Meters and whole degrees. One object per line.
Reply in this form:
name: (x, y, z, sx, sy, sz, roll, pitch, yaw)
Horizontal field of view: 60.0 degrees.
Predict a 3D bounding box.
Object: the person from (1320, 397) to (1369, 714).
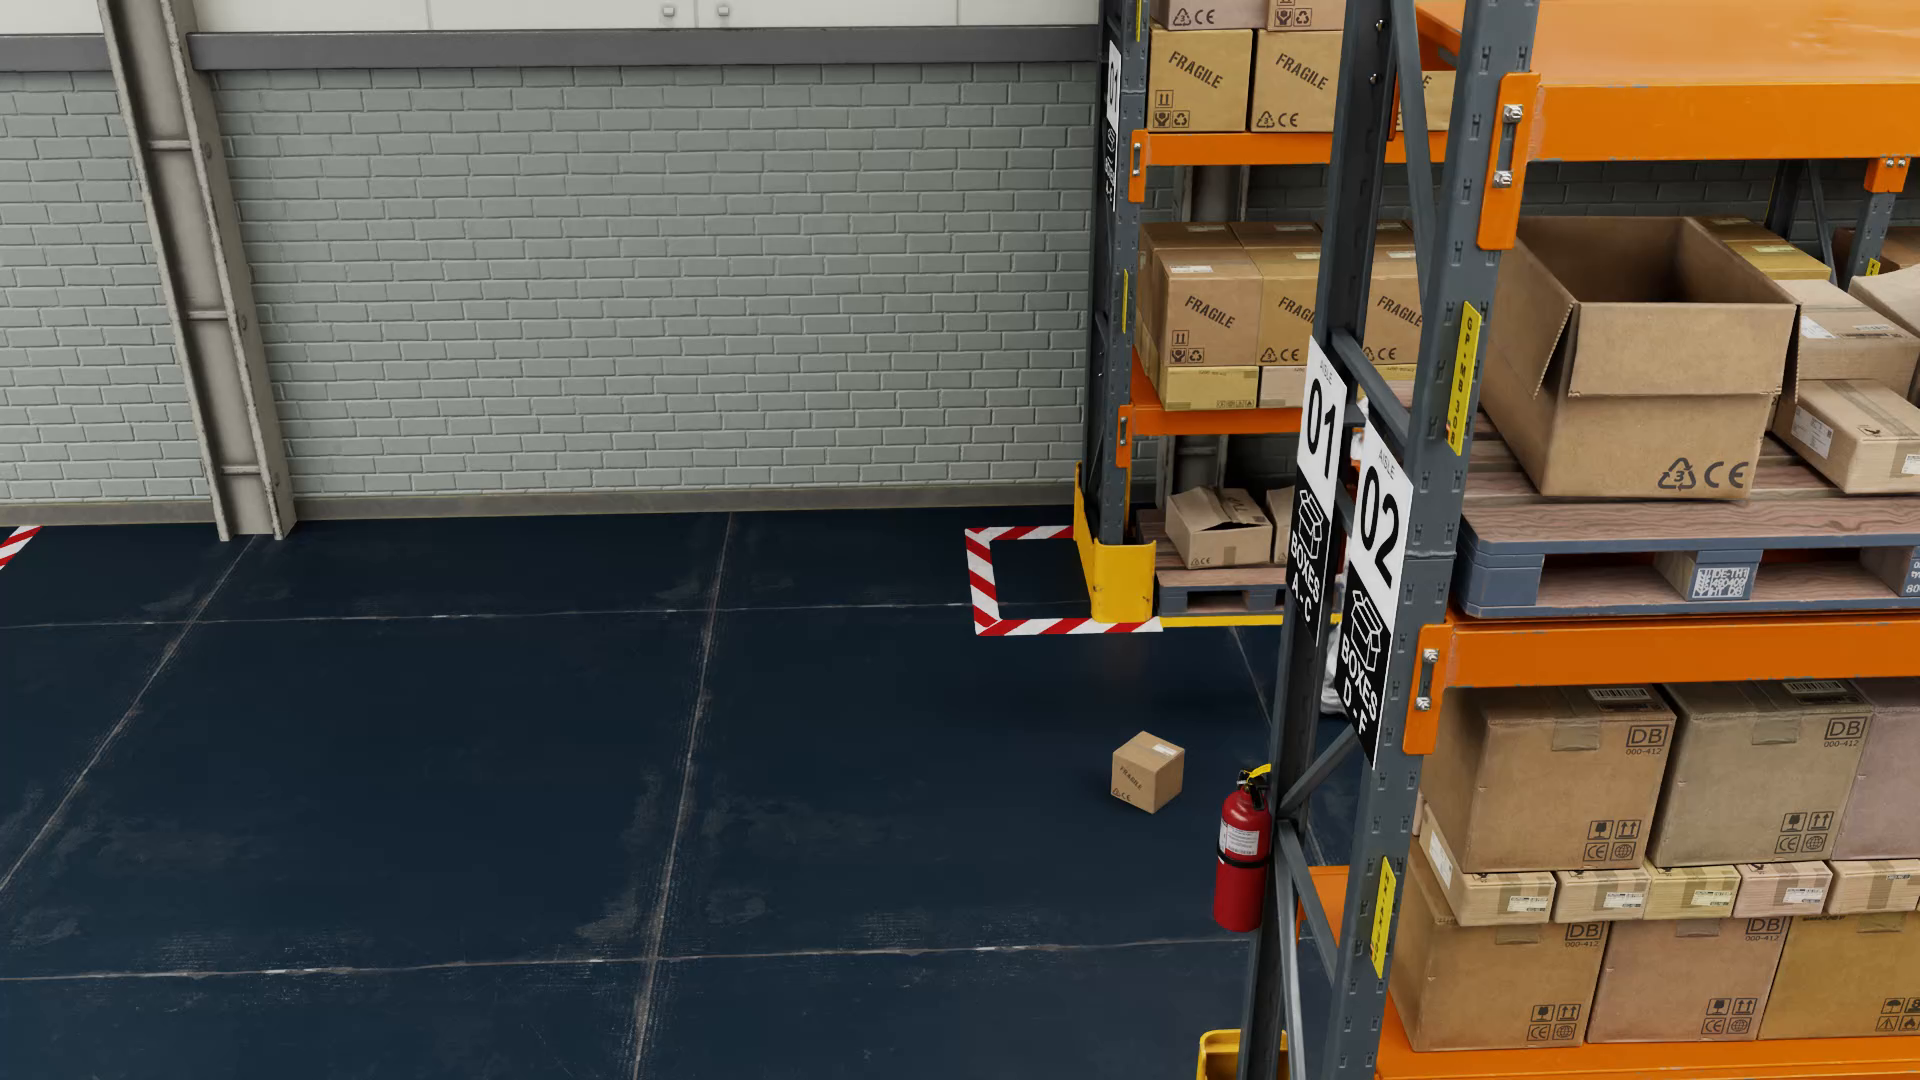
person: (2.048, 0.089, 8.368, 0.462, 1.795, 0.570, 0, 27, 0)
